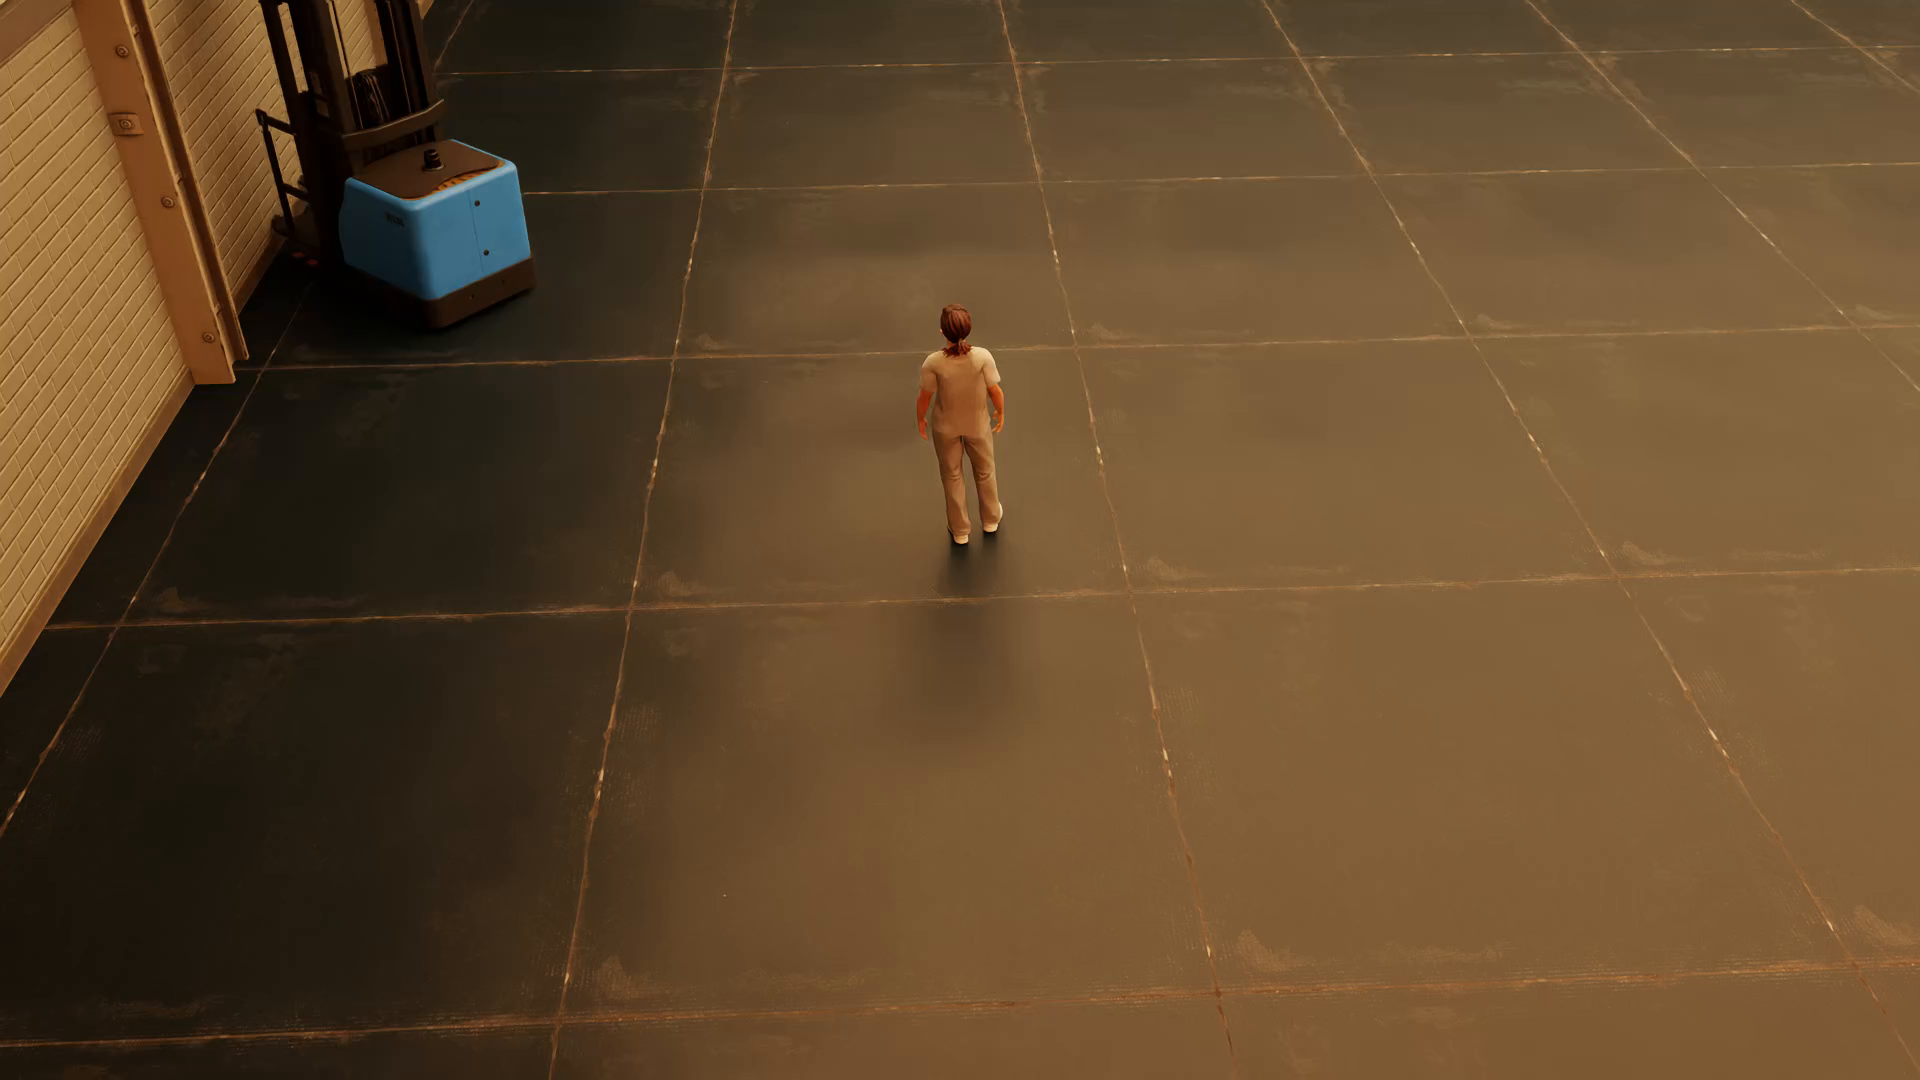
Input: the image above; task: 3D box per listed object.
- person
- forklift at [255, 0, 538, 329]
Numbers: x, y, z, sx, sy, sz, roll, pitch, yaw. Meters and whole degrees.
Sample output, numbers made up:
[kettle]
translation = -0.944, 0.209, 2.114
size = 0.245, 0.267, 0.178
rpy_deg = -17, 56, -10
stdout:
[person]
translation = 0.010, -0.727, 10.063
size = 0.549, 1.673, 0.548
rpy_deg = -2, 36, -2
[forklift]
translation = -4.820, -3.492, 12.805
size = 3.031, 2.935, 1.130
rpy_deg = 25, 43, 30
